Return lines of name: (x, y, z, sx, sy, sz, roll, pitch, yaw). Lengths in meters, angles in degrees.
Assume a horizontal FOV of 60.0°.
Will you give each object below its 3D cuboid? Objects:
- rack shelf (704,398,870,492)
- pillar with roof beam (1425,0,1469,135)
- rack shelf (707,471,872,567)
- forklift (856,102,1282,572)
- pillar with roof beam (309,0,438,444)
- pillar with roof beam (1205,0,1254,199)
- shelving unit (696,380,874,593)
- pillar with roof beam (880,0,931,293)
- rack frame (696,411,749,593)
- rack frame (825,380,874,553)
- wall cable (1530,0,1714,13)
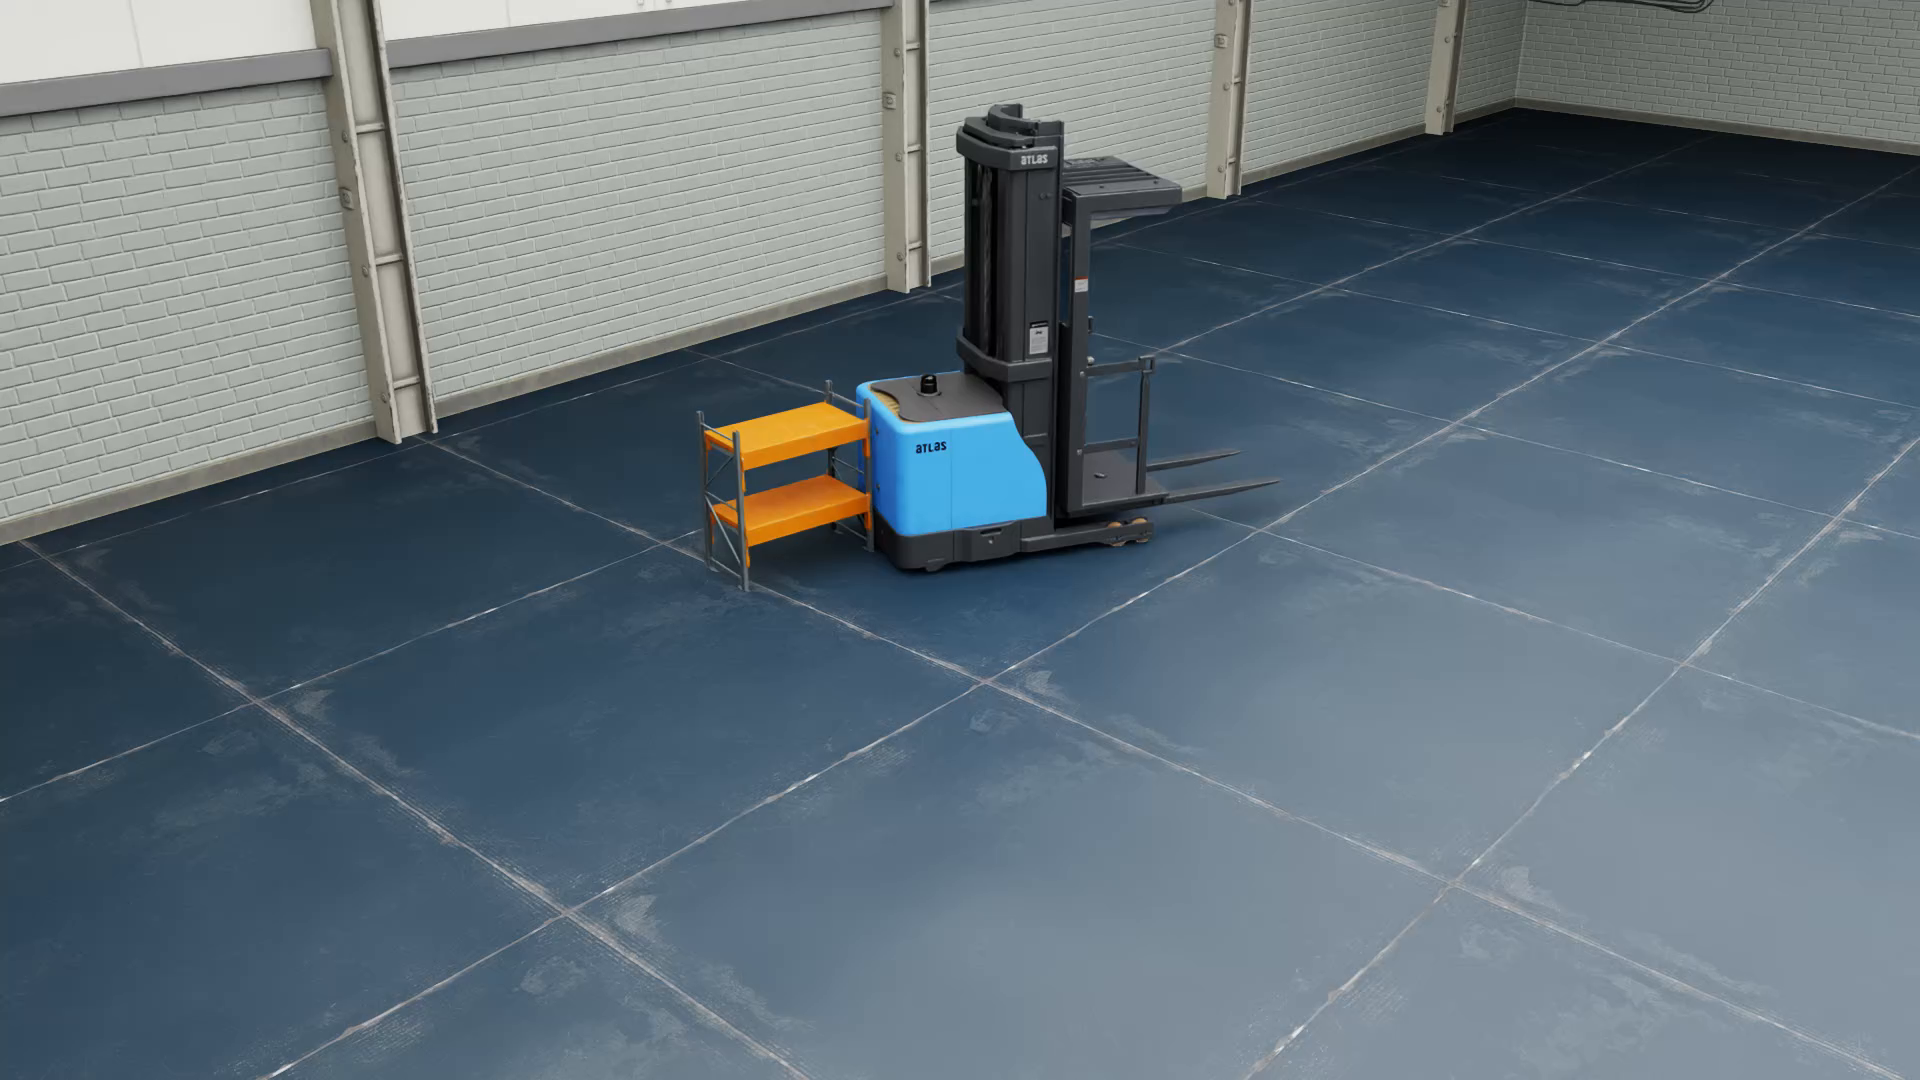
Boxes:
rack shelf: (-1.162, -0.645, 11.098, 1.000, 0.278, 0.538, -18, 30, -34)
pillar with roof beam: (10.663, -9.293, 21.478, 9.100, 9.000, 0.400, 20, 31, 38)
rack shelf: (-1.162, -0.155, 11.317, 1.000, 0.278, 0.538, -18, 30, -34)
forklift: (0.833, -1.483, 11.476, 3.031, 2.935, 1.130, -9, 26, -19)
pillar with roof beam: (-1.351, -3.809, 9.247, 9.100, 9.000, 0.400, 20, 31, 38)
pillar with roof beam: (6.658, -7.465, 17.401, 9.100, 9.000, 0.400, 20, 31, 38)
shelving unit: (-1.162, -0.378, 11.217, 1.048, 1.125, 0.538, -18, 30, -34)
pillar with roof beam: (2.654, -5.637, 13.324, 9.100, 9.000, 0.400, 20, 31, 38)
rack frame: (-1.561, -0.249, 10.930, 0.032, 1.125, 0.500, -18, 30, -34)
rack frame: (-0.763, -0.507, 11.505, 0.032, 1.125, 0.500, -18, 30, -34)
wall cable: (10.408, -9.589, 25.932, 3.097, 2.526, 0.112, 20, 31, 38)
